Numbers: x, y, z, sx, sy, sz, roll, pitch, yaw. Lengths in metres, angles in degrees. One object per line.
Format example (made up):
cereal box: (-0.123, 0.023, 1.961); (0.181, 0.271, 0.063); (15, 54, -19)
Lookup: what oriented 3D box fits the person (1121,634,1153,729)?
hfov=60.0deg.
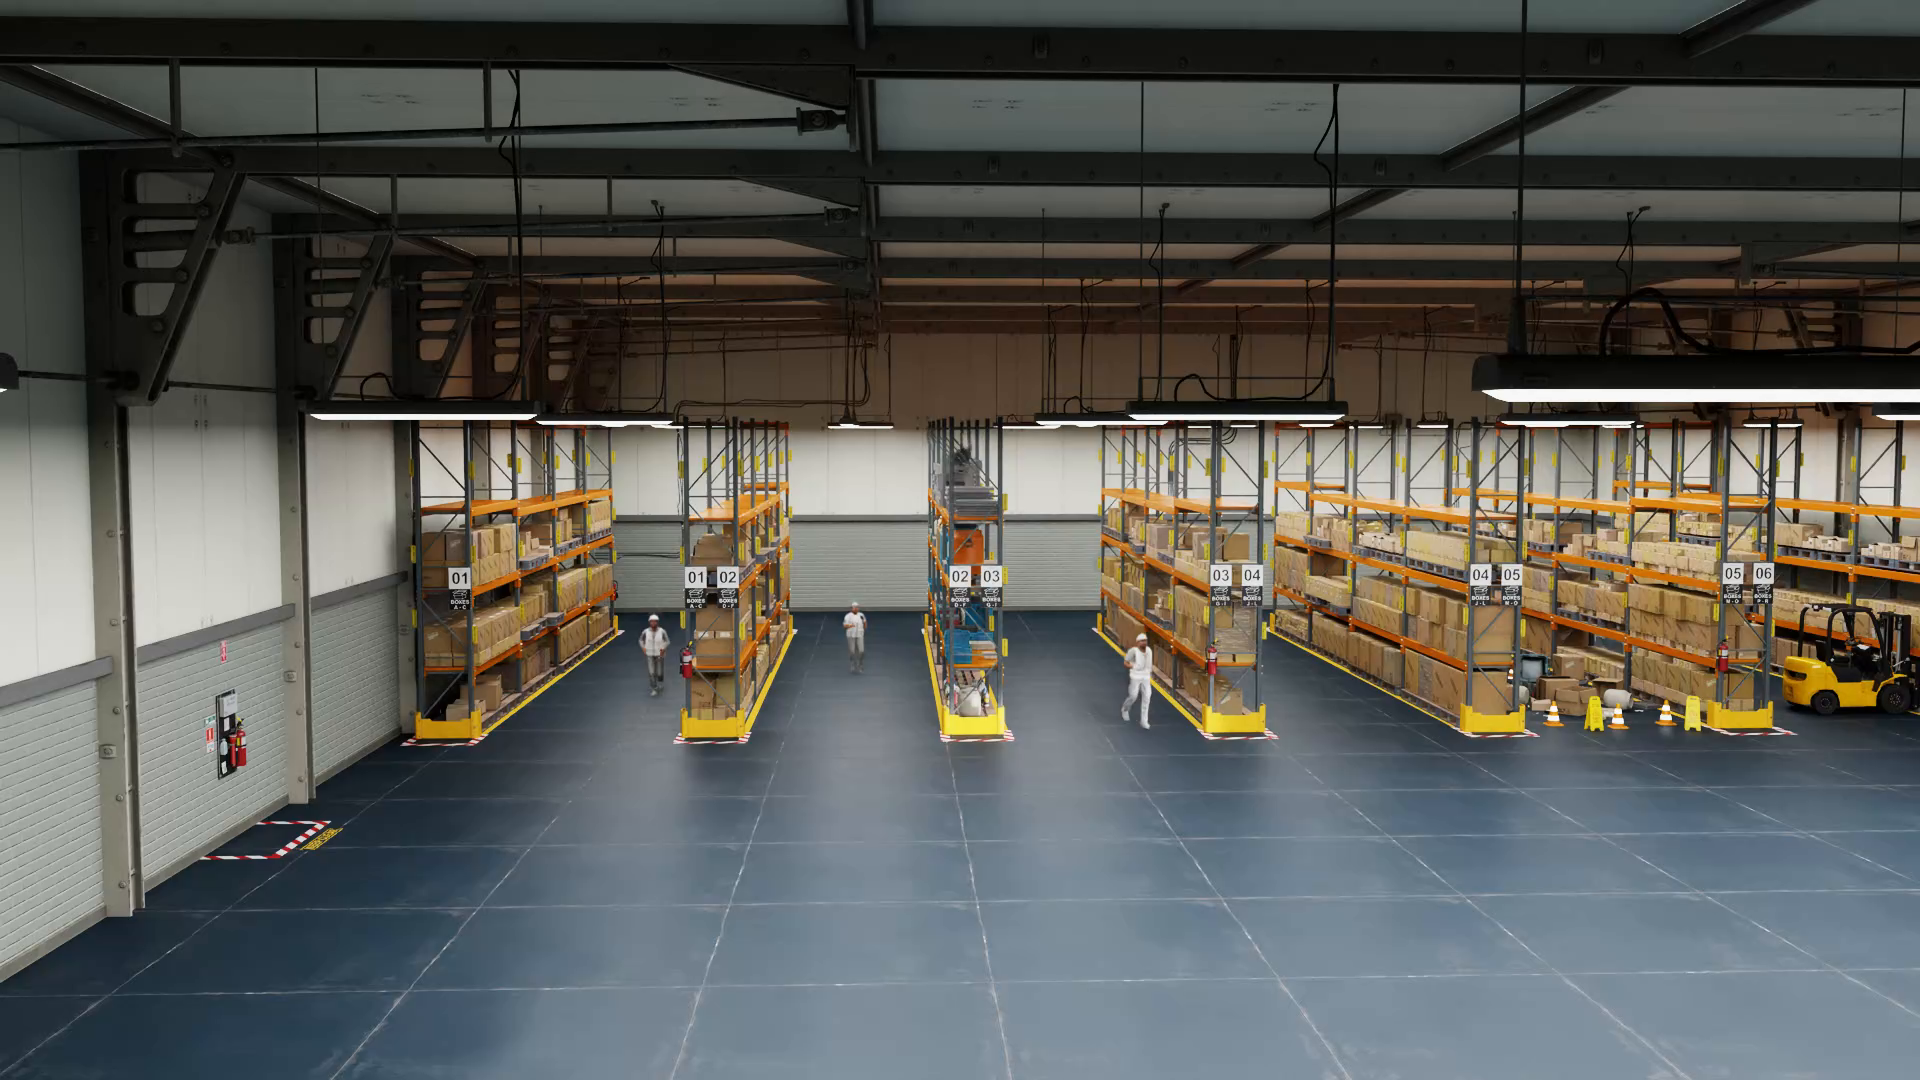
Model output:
person: (3.496, 2.716, 32.388); (0.687, 1.796, 0.881); (-1, 4, -20)

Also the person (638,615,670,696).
person: (-6.661, 2.494, 36.202); (0.670, 1.746, 0.617); (0, 4, -7)

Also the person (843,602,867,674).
person: (-2.472, 2.334, 39.386); (0.587, 1.715, 0.691); (-1, 4, -11)
